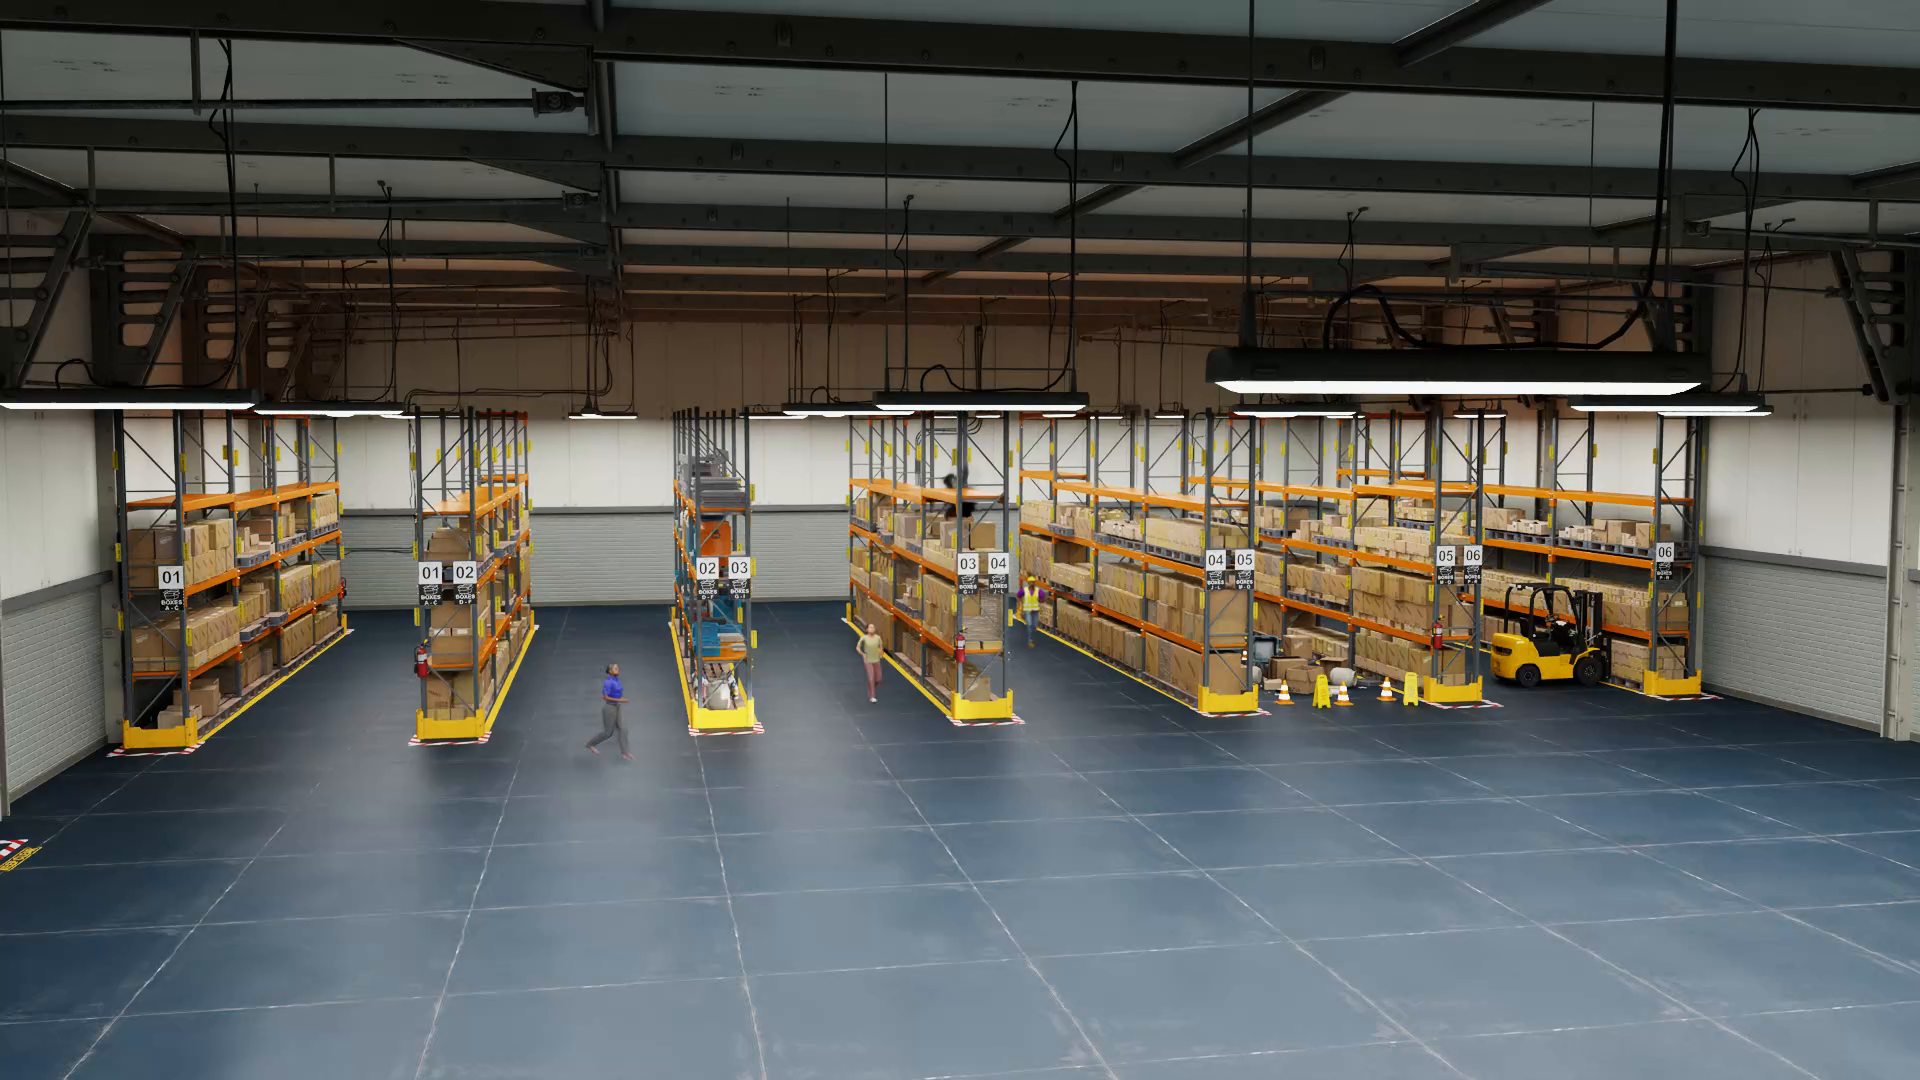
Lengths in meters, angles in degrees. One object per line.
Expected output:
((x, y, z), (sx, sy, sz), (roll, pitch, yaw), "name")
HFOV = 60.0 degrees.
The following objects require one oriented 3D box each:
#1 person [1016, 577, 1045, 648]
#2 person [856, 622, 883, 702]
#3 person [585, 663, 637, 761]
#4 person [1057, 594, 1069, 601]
((1.820, 1.806, 42.274), (0.700, 1.757, 0.982), (-1, 4, -11), "person")
((-1.835, 2.488, 34.066), (0.580, 1.619, 0.609), (-2, 4, -21), "person")
((-5.898, 2.903, 28.092), (0.903, 1.680, 0.595), (1, 4, 11), "person")
((2.971, 1.323, 49.788), (0.867, 1.747, 0.698), (3, 5, 37), "person")
